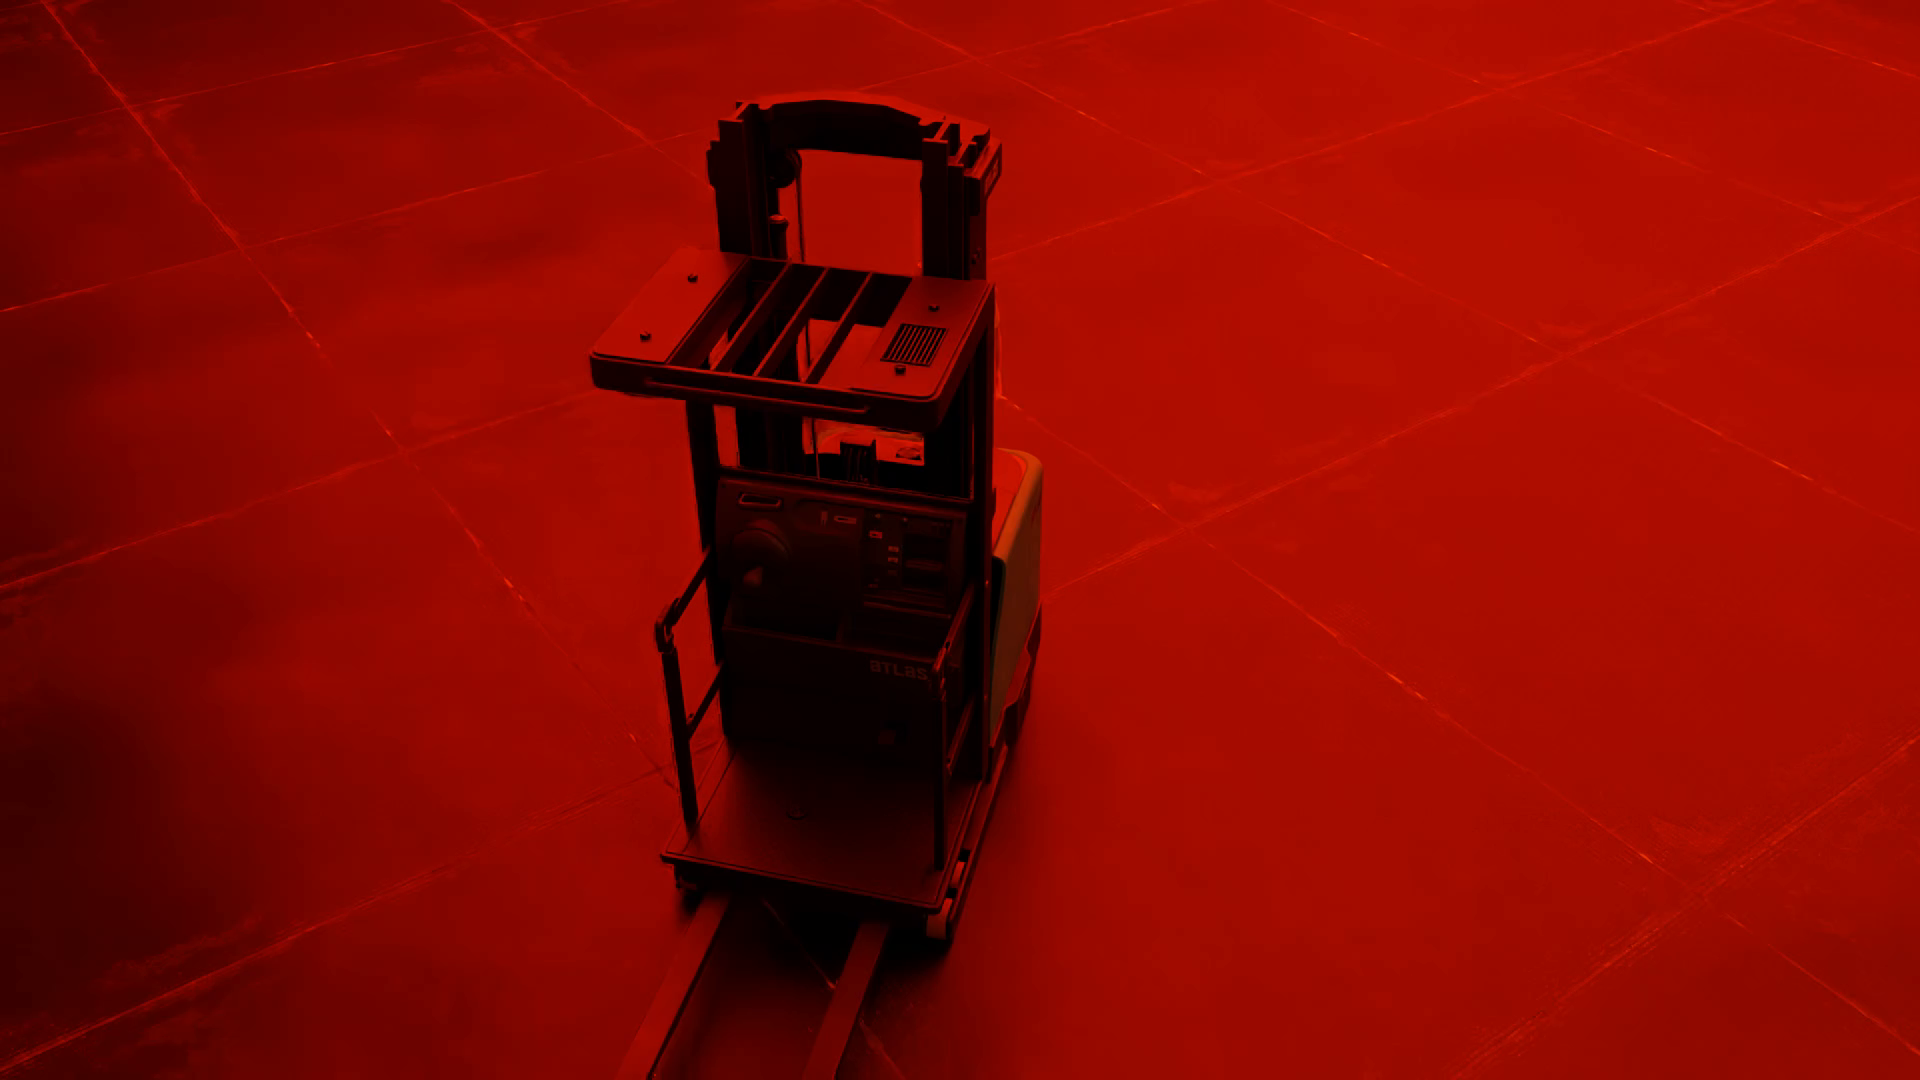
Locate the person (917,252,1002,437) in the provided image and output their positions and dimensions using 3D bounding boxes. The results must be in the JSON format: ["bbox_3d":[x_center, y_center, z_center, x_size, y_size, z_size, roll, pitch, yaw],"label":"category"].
[{"bbox_3d":[-0.116,-0.756,8.046,0.599,1.652,0.578,-29,45,-33],"label":"person"}]

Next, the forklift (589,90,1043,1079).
[{"bbox_3d":[-0.486,0.090,5.822,1.130,2.935,3.031,9,37,11],"label":"forklift"}]
